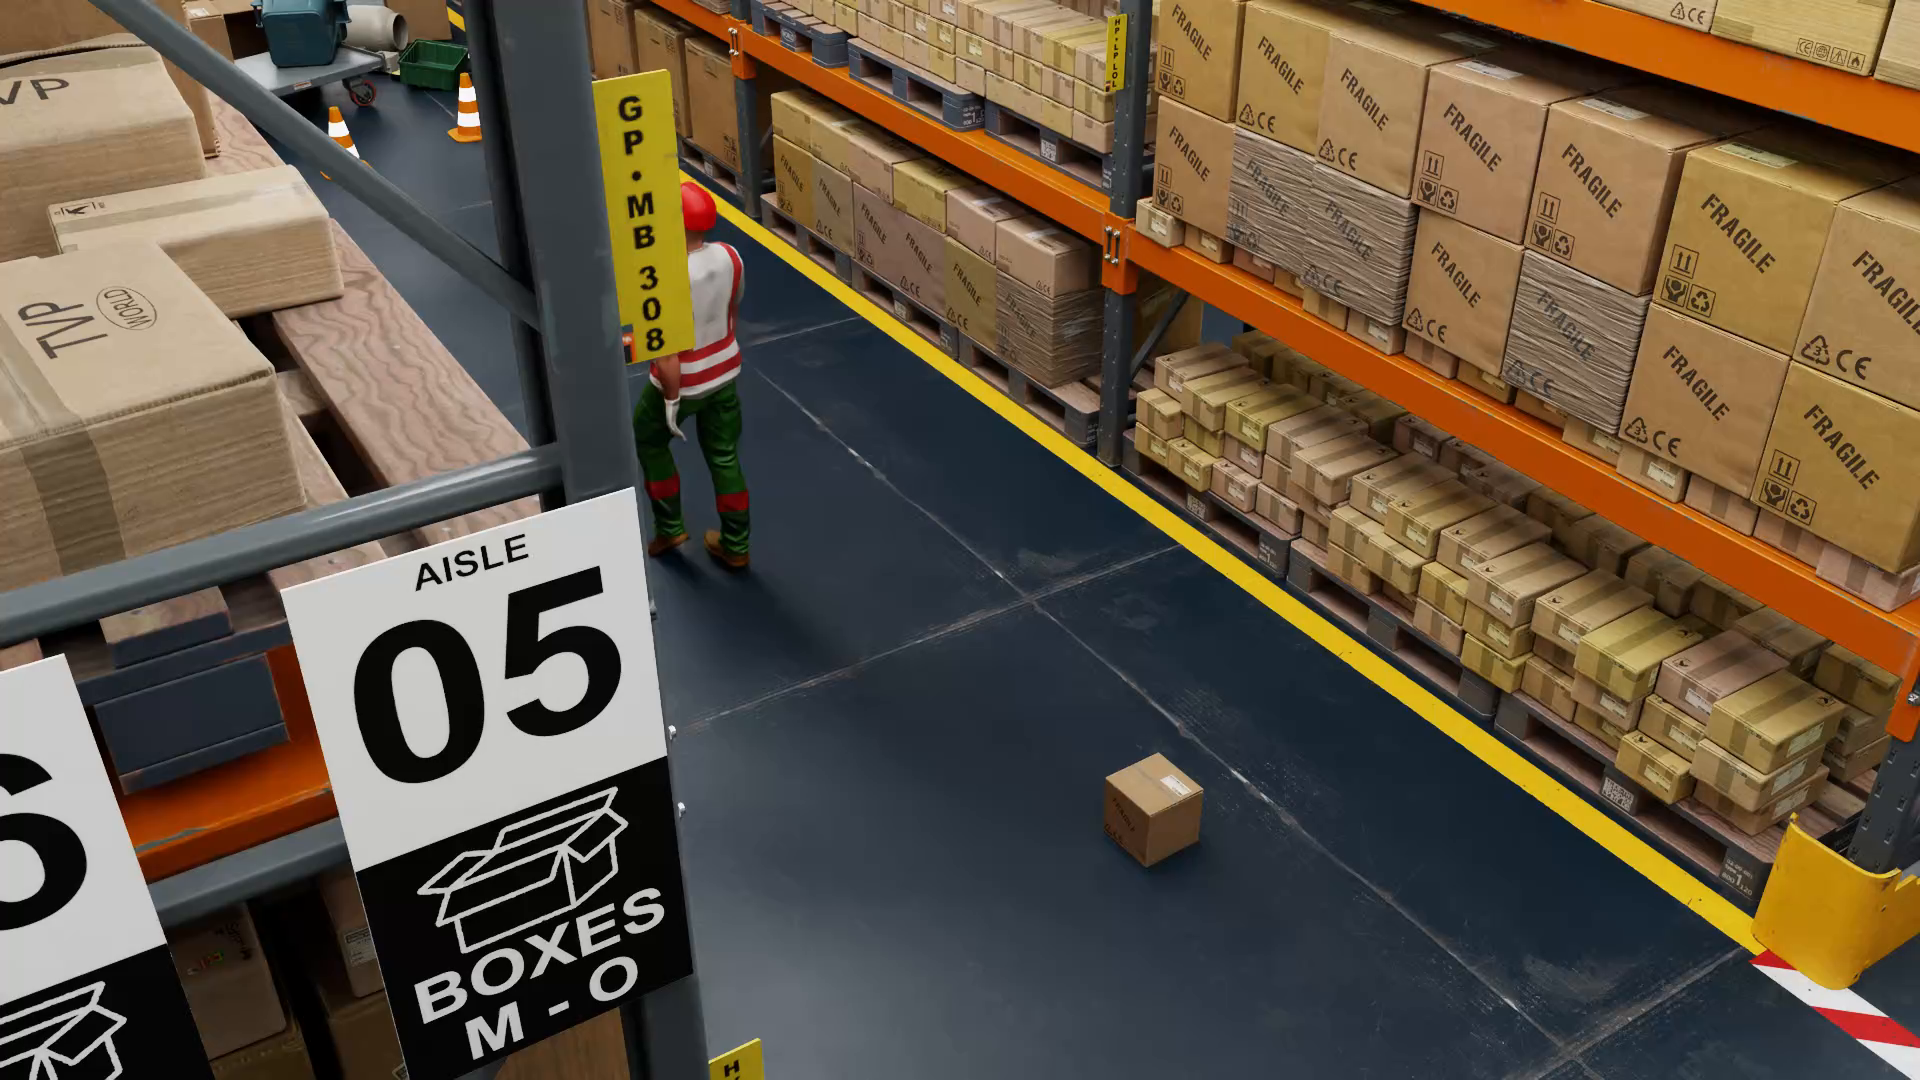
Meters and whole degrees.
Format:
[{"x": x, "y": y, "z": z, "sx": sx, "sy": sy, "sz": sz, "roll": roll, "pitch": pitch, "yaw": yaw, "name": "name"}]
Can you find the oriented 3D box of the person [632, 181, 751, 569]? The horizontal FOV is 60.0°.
[{"x": -1.165, "y": -0.687, "z": 7.214, "sx": 0.538, "sy": 1.841, "sz": 0.528, "roll": -27, "pitch": 41, "yaw": -36, "name": "person"}]
